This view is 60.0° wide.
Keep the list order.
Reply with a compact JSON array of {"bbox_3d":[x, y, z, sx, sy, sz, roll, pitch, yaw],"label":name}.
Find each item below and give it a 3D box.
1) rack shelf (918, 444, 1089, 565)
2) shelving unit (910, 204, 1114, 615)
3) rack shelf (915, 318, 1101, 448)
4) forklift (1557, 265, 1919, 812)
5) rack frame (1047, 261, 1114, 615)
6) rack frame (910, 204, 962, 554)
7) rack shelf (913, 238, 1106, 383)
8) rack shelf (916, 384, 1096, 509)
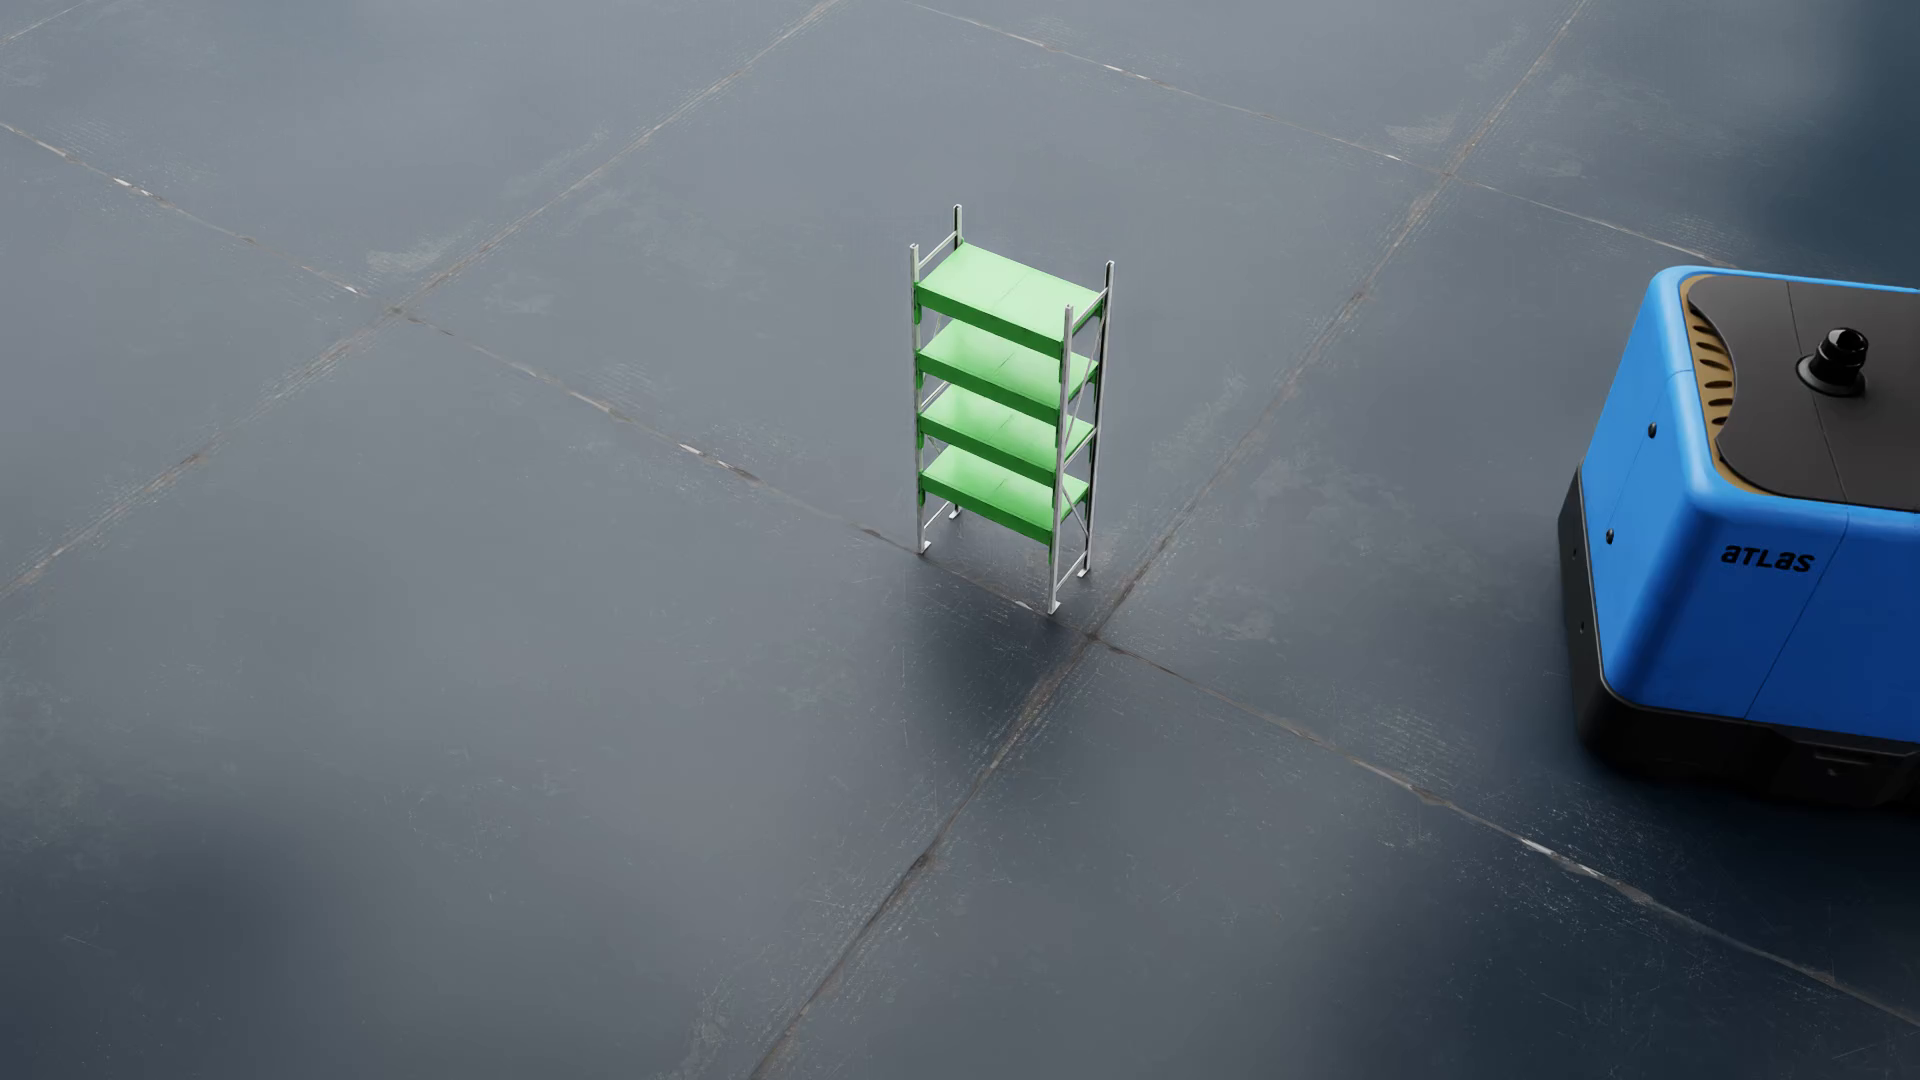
[{"bbox_3d":[0.139,-0.142,5.147,0.480,0.148,0.258,25,51,22],"label":"rack shelf"},{"bbox_3d":[0.139,-0.354,4.929,0.503,1.200,0.258,25,51,22],"label":"shelving unit"},{"bbox_3d":[0.139,-0.477,4.803,0.480,0.148,0.258,25,51,22],"label":"rack shelf"},{"bbox_3d":[3.344,-0.531,3.893,3.031,2.935,1.130,7,46,7],"label":"forklift"},{"bbox_3d":[0.345,-0.260,4.837,0.015,1.200,0.240,25,51,22],"label":"rack frame"},{"bbox_3d":[-0.066,-0.449,5.021,0.015,1.200,0.240,25,51,22],"label":"rack frame"},{"bbox_3d":[0.139,-0.644,4.630,0.480,0.148,0.258,25,51,22],"label":"rack shelf"},{"bbox_3d":[0.139,-0.310,4.975,0.480,0.148,0.258,25,51,22],"label":"rack shelf"}]
